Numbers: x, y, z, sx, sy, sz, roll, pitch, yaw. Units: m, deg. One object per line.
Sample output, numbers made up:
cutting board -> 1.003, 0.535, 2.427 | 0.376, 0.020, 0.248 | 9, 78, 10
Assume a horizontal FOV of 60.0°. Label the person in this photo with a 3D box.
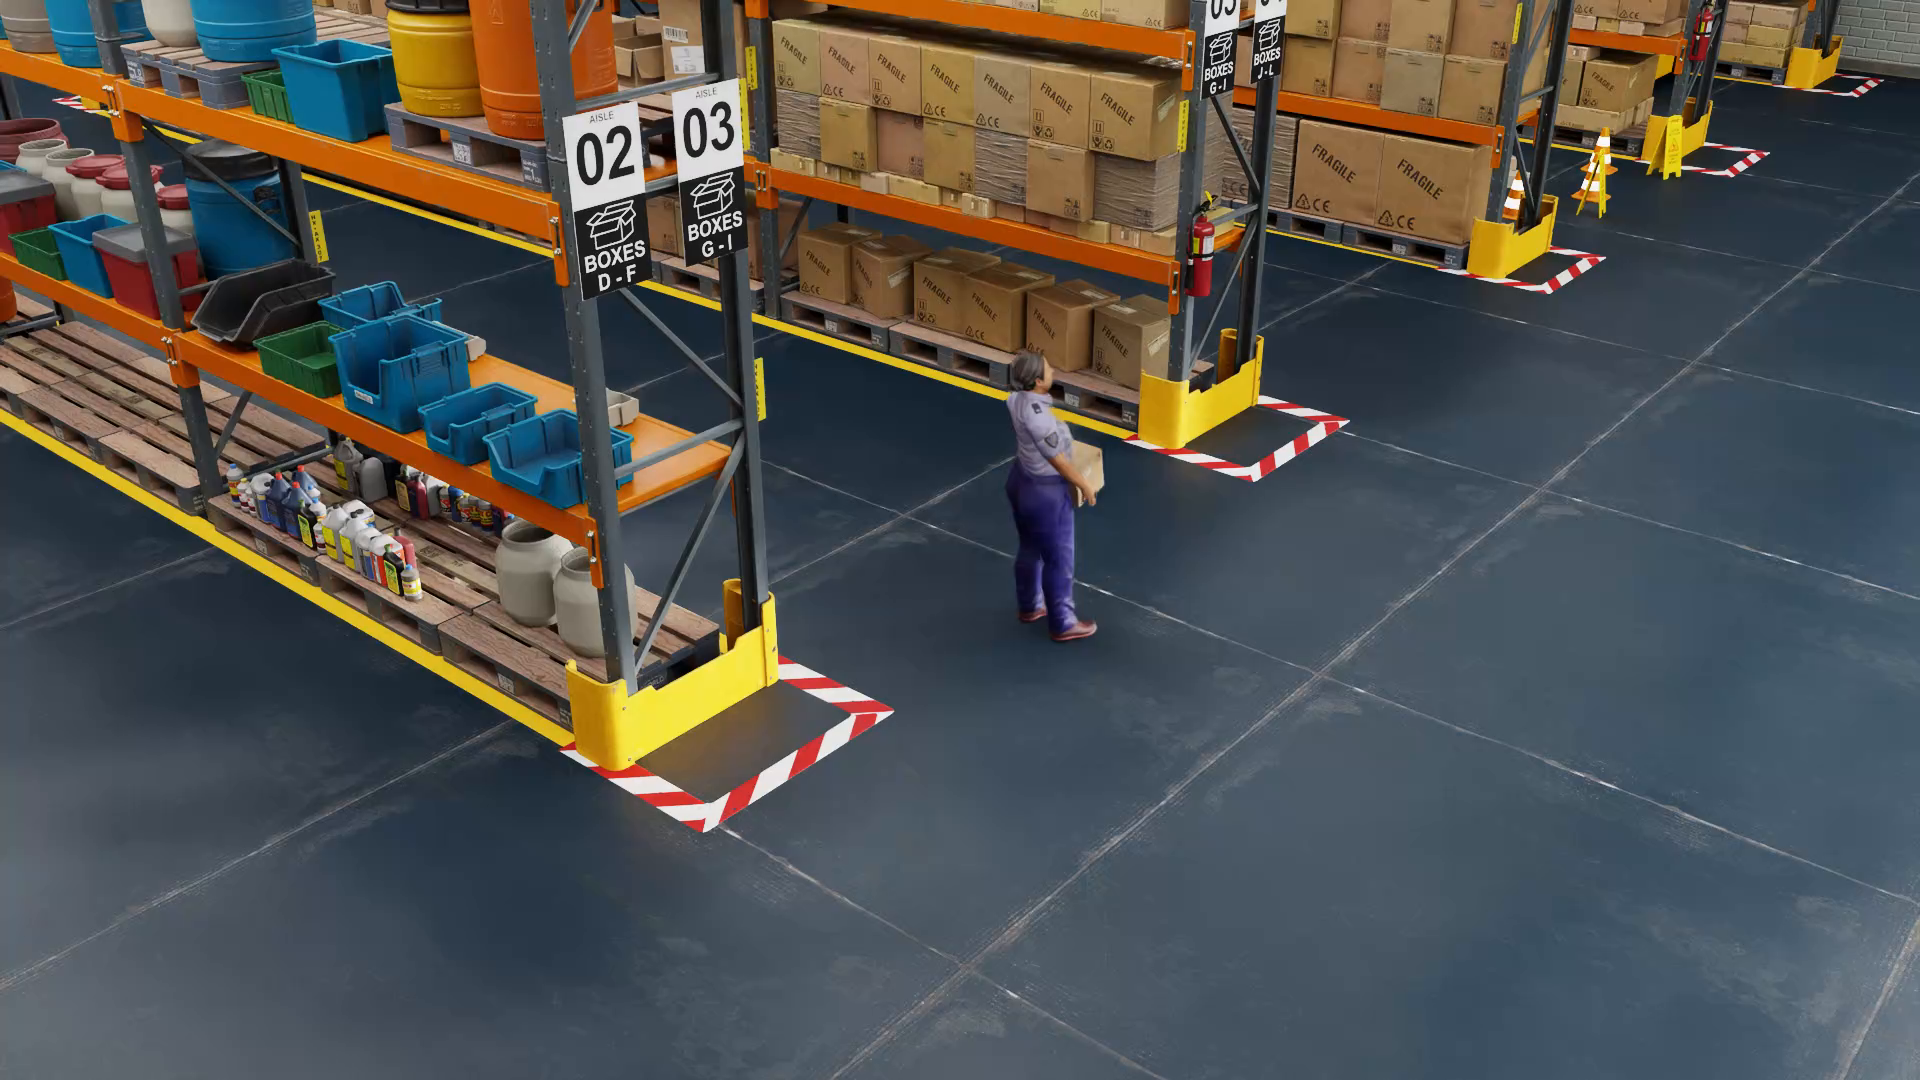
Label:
person -> 0.498, -0.256, 9.126 | 0.478, 1.641, 0.505 | -9, 29, -17
